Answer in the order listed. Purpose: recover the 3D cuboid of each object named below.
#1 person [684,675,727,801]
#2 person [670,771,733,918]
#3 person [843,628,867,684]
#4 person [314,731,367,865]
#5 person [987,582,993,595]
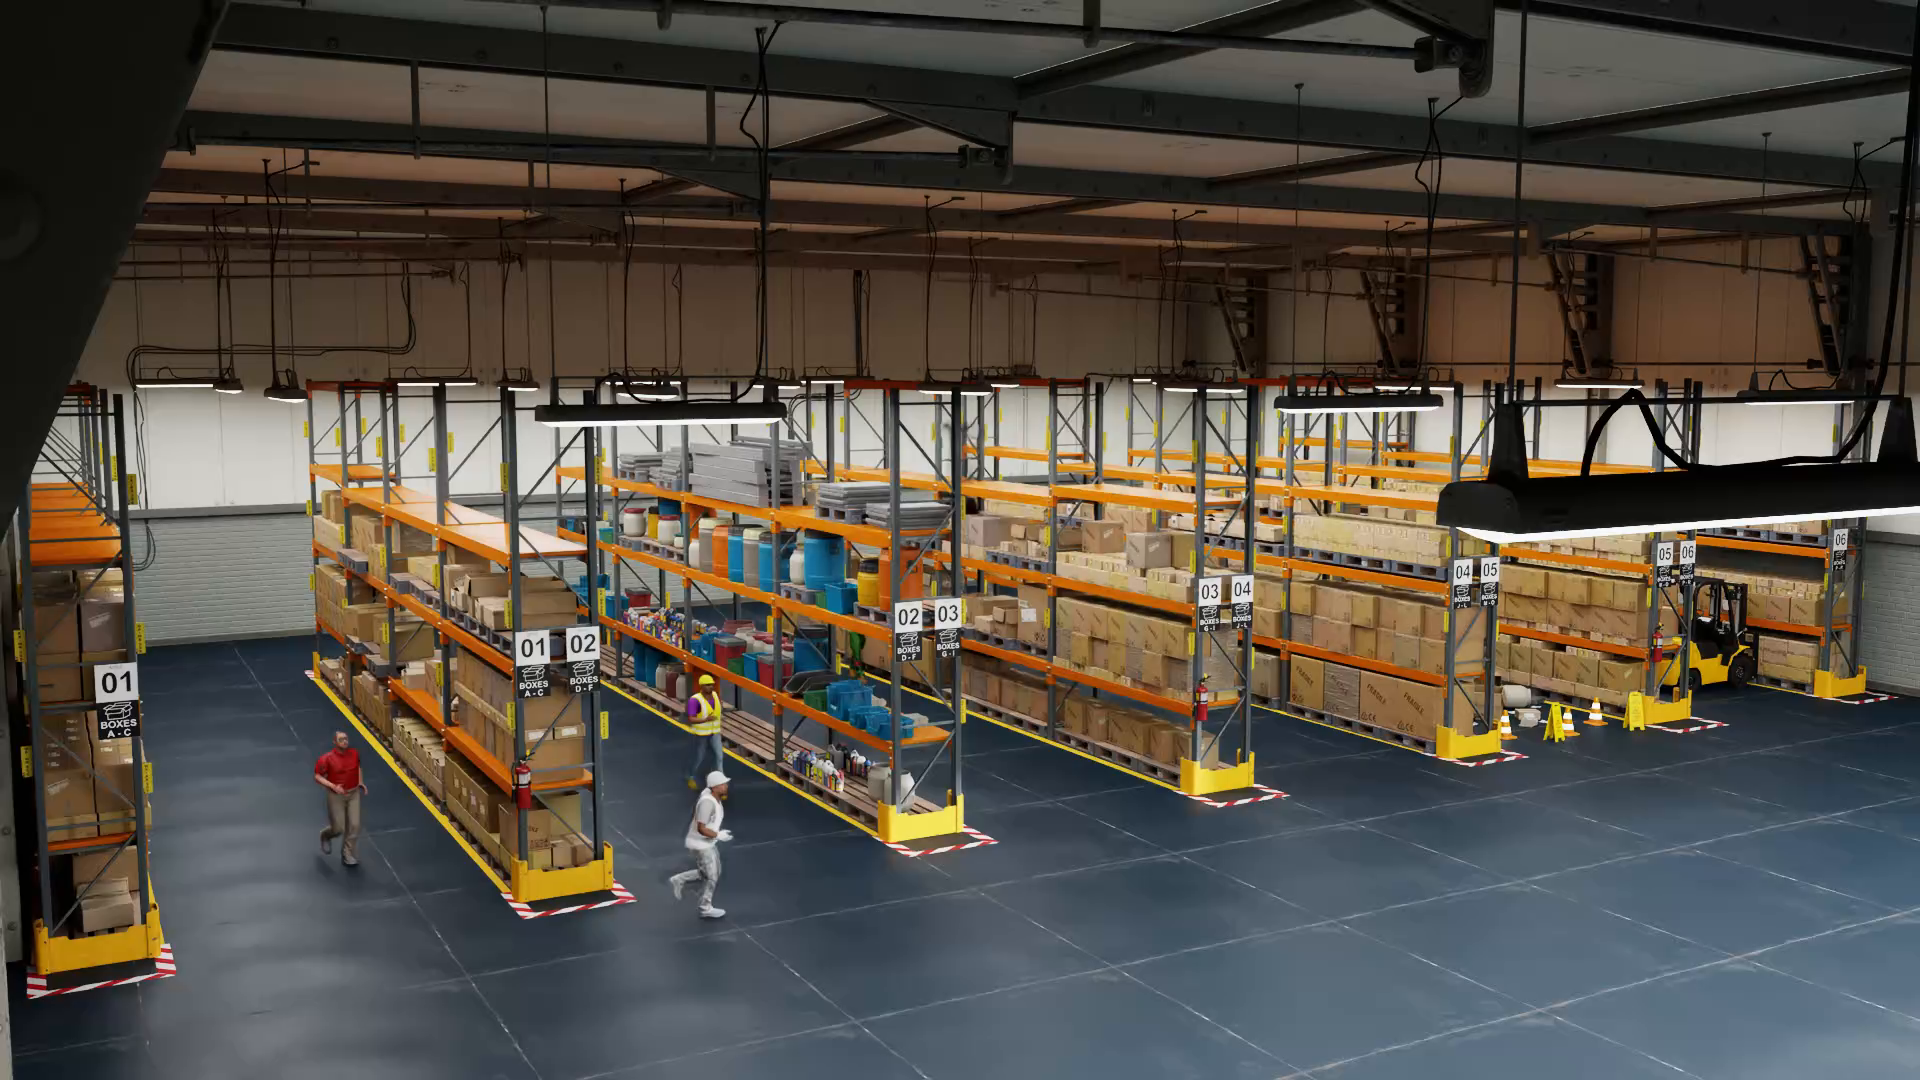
[{"bbox_3d":[-3.729,2.850,24.316,0.680,1.803,0.897,-5,8,-41],"label":"person"},{"bbox_3d":[-2.946,3.475,18.928,0.769,1.723,0.670,0,6,4],"label":"person"},{"bbox_3d":[-1.929,1.777,31.622,0.651,1.822,0.894,-3,7,-29],"label":"person"},{"bbox_3d":[-7.853,3.250,21.111,0.680,1.683,0.658,5,8,41],"label":"person"},{"bbox_3d":[0.628,0.992,42.298,0.837,1.747,0.566,-3,7,-27],"label":"person"}]
